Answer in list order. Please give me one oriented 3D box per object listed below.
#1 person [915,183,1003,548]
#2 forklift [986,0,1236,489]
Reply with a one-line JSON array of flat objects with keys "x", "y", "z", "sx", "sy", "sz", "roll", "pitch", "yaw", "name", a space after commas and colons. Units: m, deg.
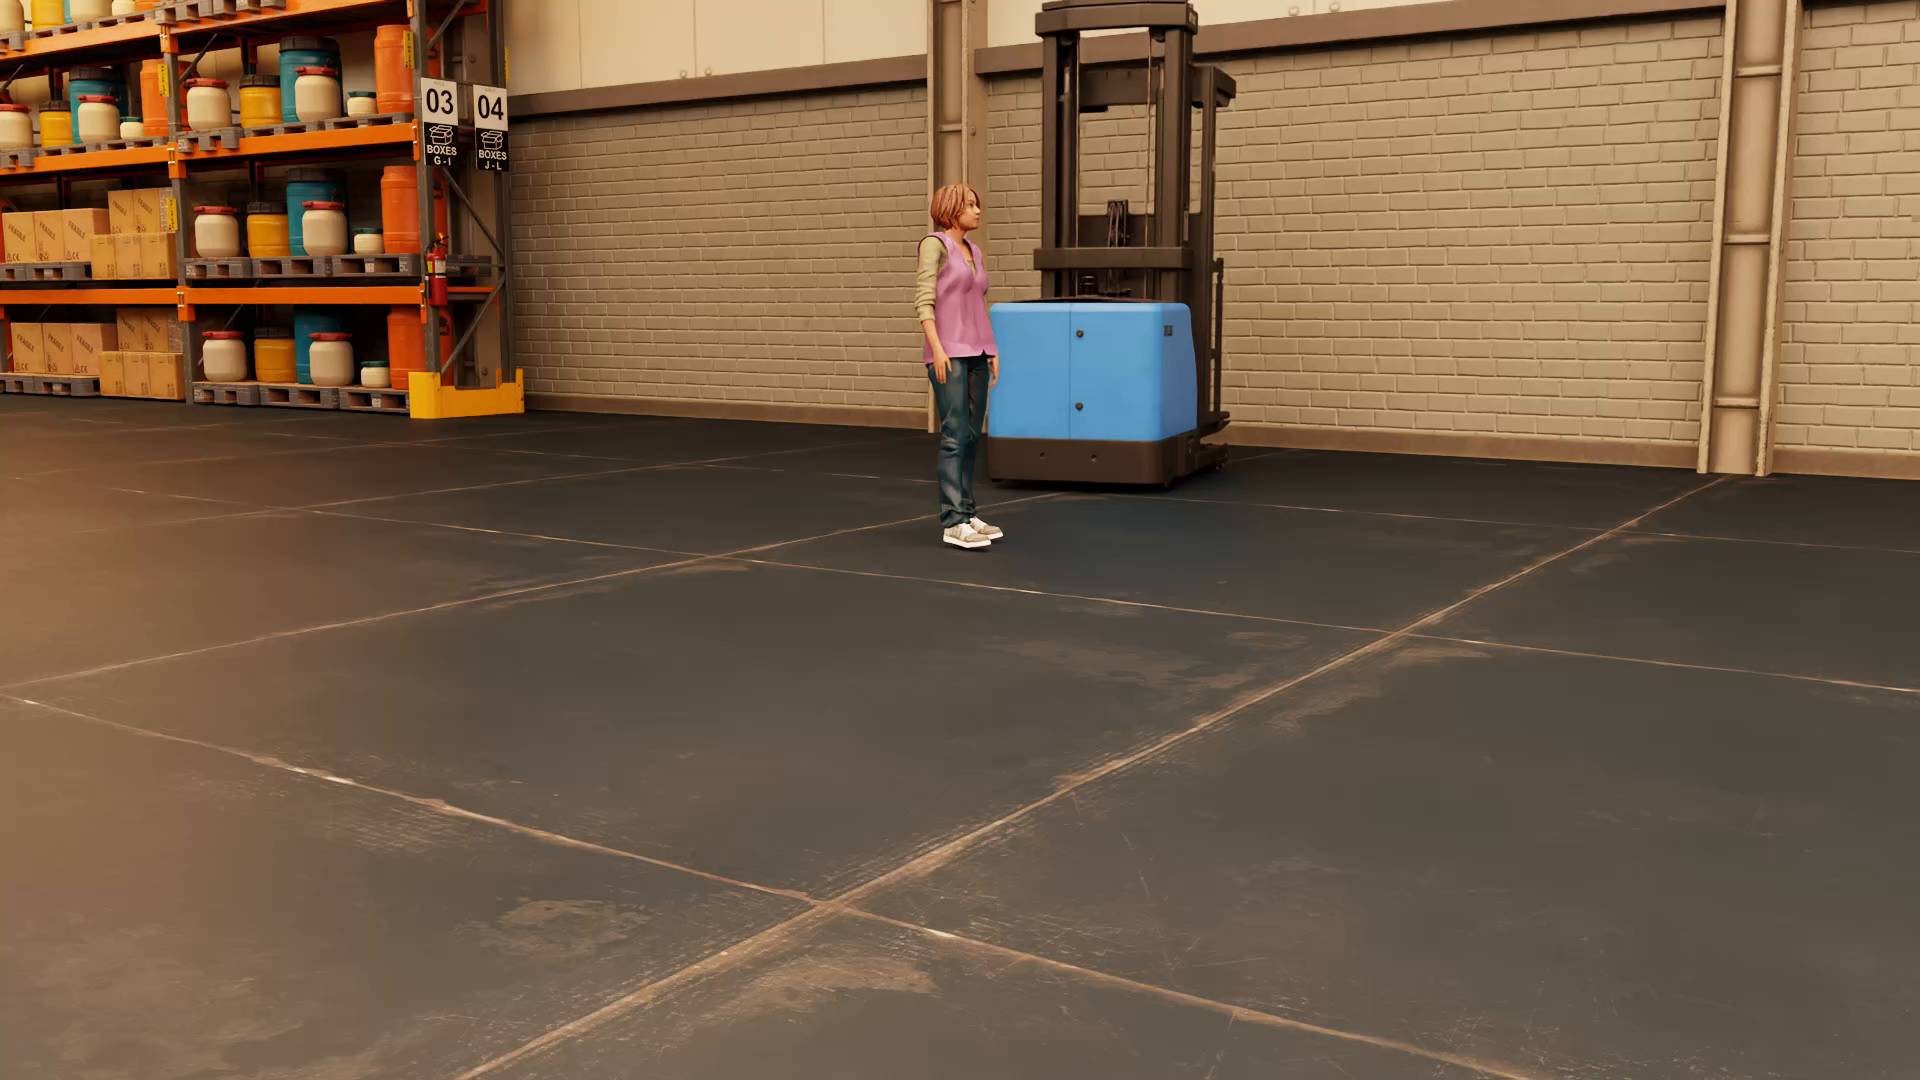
[{"x": 0.054, "y": -0.791, "z": 7.437, "sx": 0.473, "sy": 1.599, "sz": 0.520, "roll": 5, "pitch": 10, "yaw": 34, "name": "person"}, {"x": 1.127, "y": -1.912, "z": 10.642, "sx": 1.130, "sy": 2.935, "sz": 3.031, "roll": 3, "pitch": 9, "yaw": 20, "name": "forklift"}]
